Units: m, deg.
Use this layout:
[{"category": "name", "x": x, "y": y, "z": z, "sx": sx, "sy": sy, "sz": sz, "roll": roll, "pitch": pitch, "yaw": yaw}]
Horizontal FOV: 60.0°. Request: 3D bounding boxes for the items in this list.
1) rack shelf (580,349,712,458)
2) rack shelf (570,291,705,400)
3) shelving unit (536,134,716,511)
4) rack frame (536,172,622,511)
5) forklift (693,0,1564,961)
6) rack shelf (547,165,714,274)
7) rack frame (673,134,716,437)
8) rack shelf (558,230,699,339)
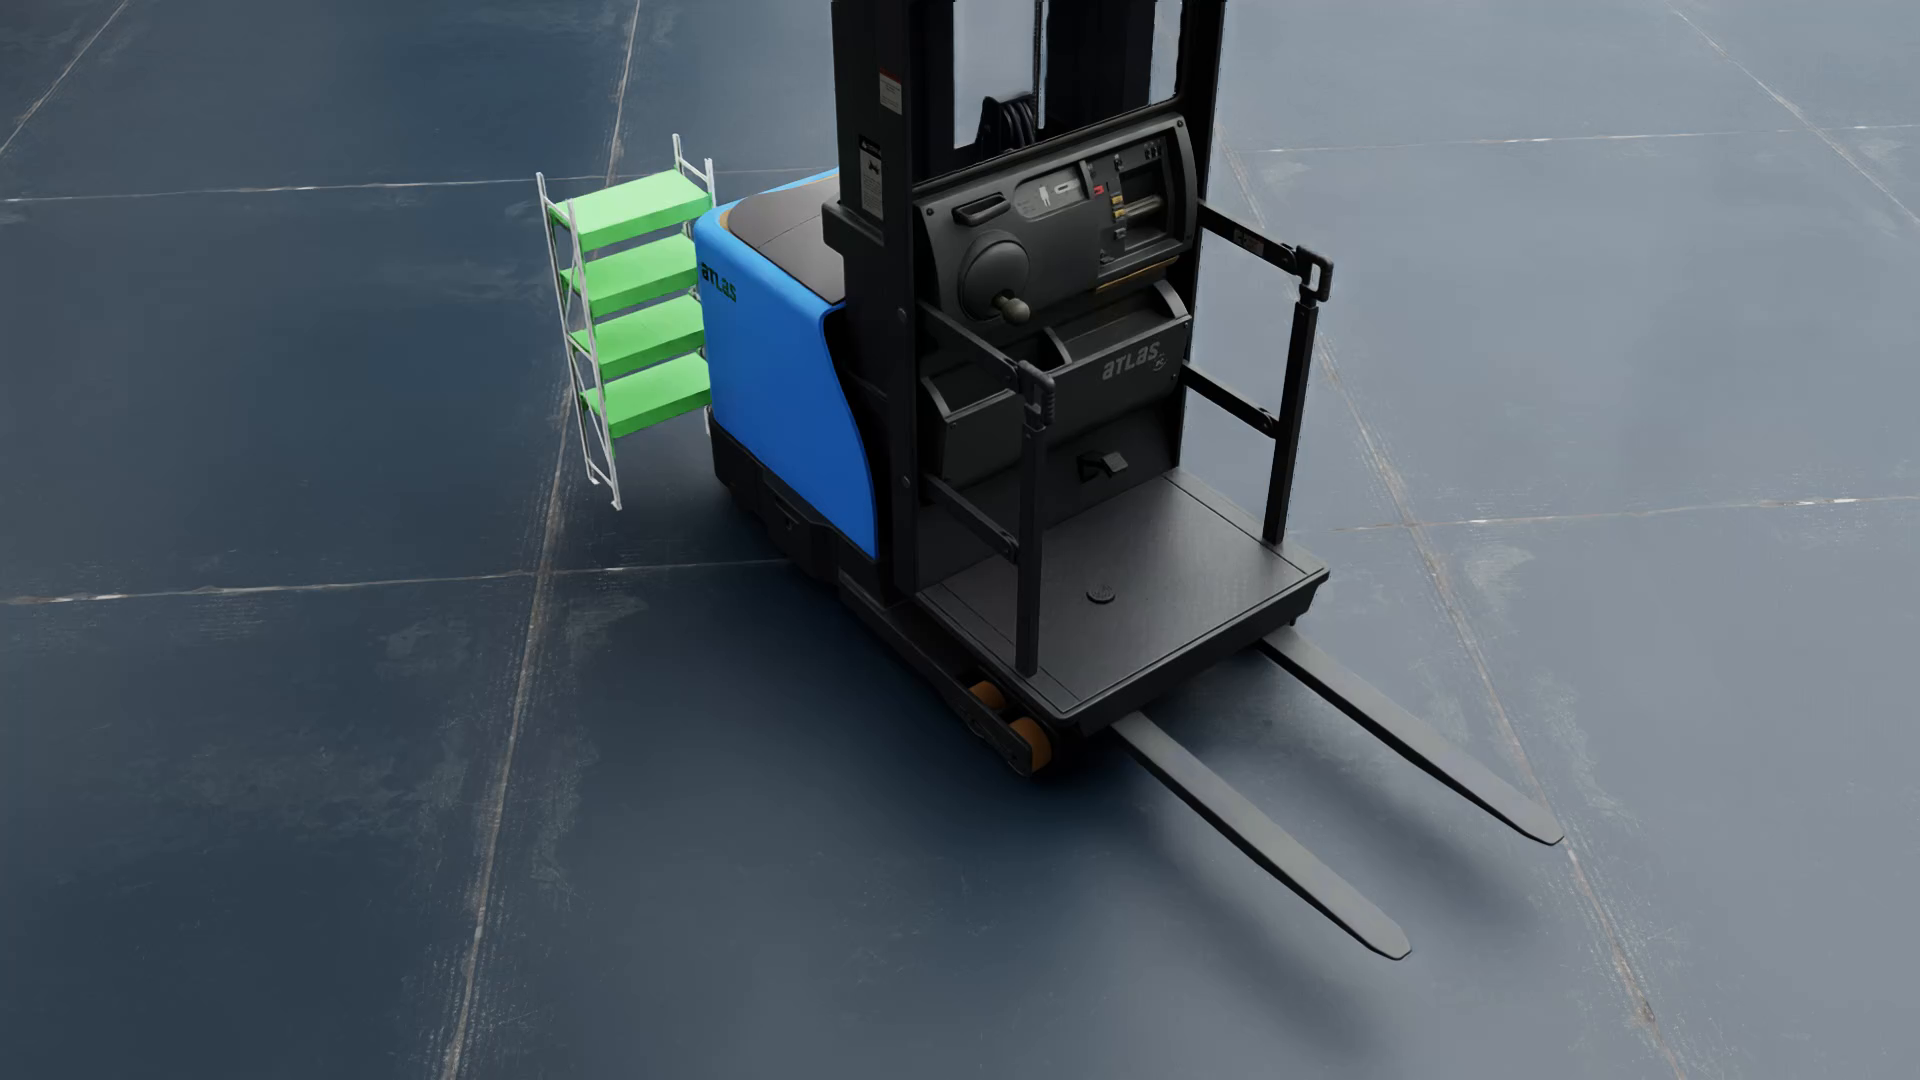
[{"category": "rack shelf", "x": -1.076, "y": -0.488, "z": 5.890, "sx": 0.480, "sy": 0.148, "sz": 0.258, "roll": -24, "pitch": 44, "yaw": -27}, {"category": "rack shelf", "x": -1.076, "y": -0.676, "z": 5.741, "sx": 0.480, "sy": 0.148, "sz": 0.258, "roll": -24, "pitch": 44, "yaw": -27}, {"category": "shelving unit", "x": -1.076, "y": -0.726, "z": 5.702, "sx": 0.503, "sy": 1.200, "sz": 0.258, "roll": -24, "pitch": 44, "yaw": -27}, {"category": "rack frame", "x": -1.273, "y": -0.638, "z": 5.590, "sx": 0.015, "sy": 1.200, "sz": 0.240, "roll": -24, "pitch": 44, "yaw": -27}, {"category": "forklift", "x": 0.417, "y": -0.813, "z": 4.414, "sx": 1.130, "sy": 2.935, "sz": 3.031, "roll": -25, "pitch": 45, "yaw": -29}, {"category": "rack shelf", "x": -1.076, "y": -1.053, "z": 5.444, "sx": 0.480, "sy": 0.148, "sz": 0.258, "roll": -24, "pitch": 44, "yaw": -27}, {"category": "rack frame", "x": -0.878, "y": -0.815, "z": 5.814, "sx": 0.015, "sy": 1.200, "sz": 0.240, "roll": -24, "pitch": 44, "yaw": -27}, {"category": "rack shelf", "x": -1.076, "y": -0.865, "z": 5.593, "sx": 0.480, "sy": 0.148, "sz": 0.258, "roll": -24, "pitch": 44, "yaw": -27}]
